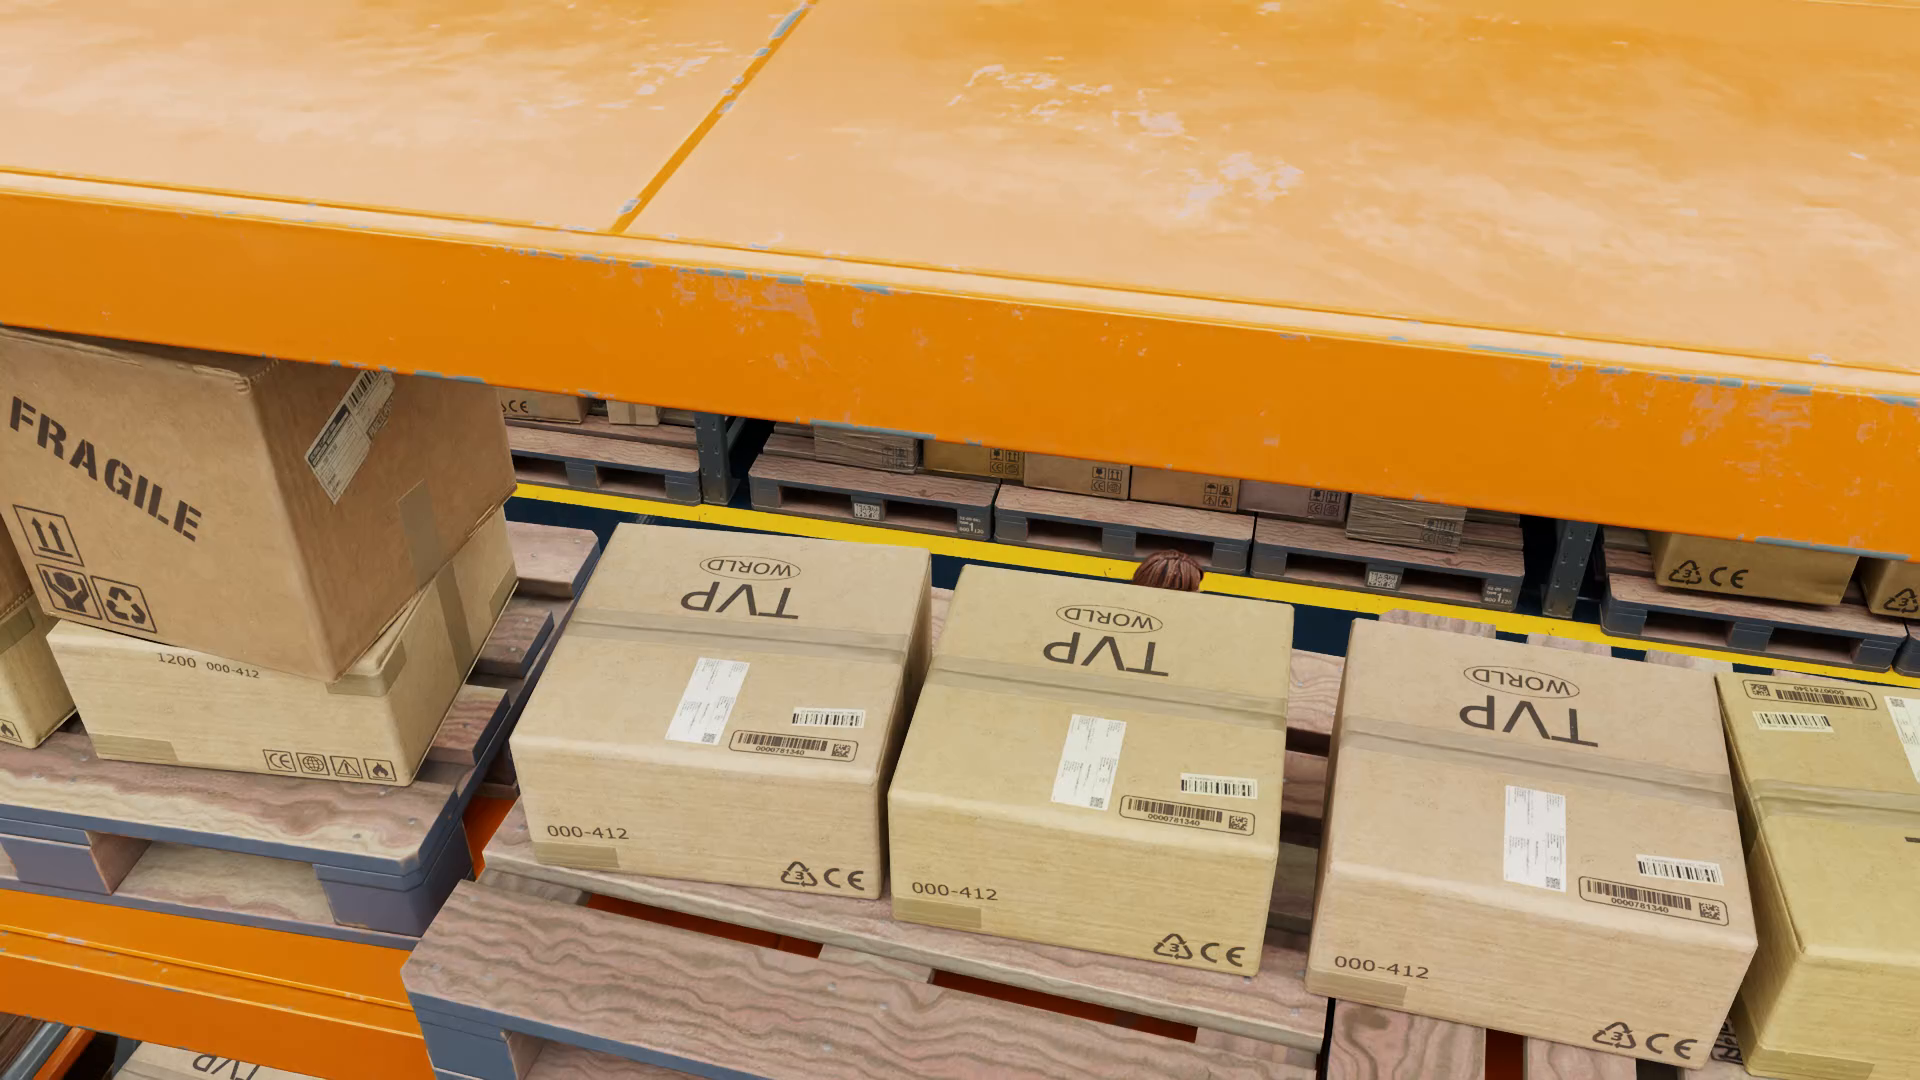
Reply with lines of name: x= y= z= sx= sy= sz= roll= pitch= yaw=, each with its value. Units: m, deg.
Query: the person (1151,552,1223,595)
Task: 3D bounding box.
person: x=0.678 y=0.690 z=5.745 sx=0.364 sy=1.593 sz=0.461 roll=8 pitch=38 yaw=10
